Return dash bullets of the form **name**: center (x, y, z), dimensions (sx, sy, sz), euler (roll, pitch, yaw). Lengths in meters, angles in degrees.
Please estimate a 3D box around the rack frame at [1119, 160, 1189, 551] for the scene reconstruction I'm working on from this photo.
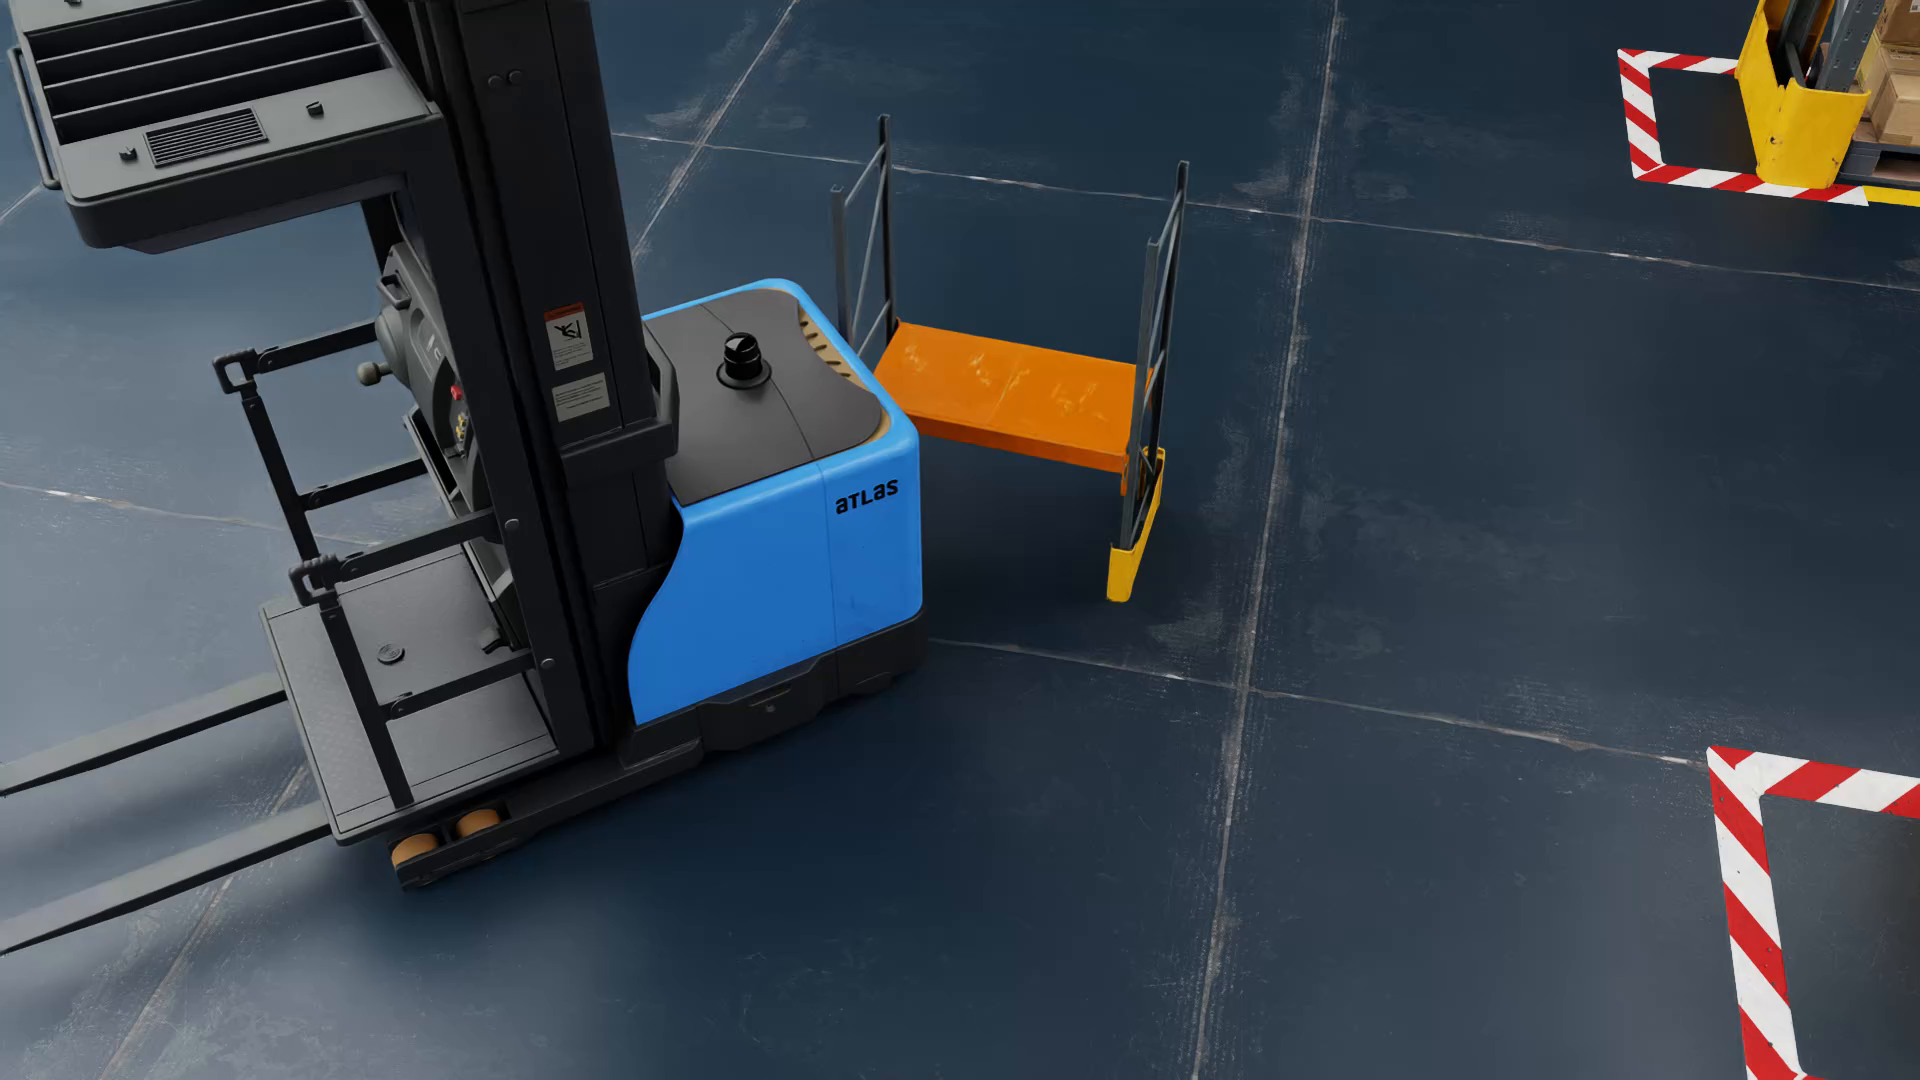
- **rack frame**: center (0.652, -0.515, 5.703), dimensions (0.032, 1.500, 0.500), euler (12, 45, 12)

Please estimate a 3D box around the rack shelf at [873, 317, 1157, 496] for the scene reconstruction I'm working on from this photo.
- **rack shelf**: center (0.165, -0.487, 5.934), dimensions (1.000, 0.185, 0.538), euler (12, 45, 12)

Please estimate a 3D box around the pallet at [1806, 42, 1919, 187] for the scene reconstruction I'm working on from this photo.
- **pallet**: center (4.941, -2.083, 8.262), dimensions (1.213, 0.211, 1.003), euler (9, 45, 9)

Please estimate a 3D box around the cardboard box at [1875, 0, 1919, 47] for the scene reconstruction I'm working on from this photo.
- **cardboard box**: center (4.774, -2.726, 8.059), dimensions (0.500, 0.500, 0.500), euler (9, 45, 9)

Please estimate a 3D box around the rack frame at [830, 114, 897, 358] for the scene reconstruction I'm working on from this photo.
- **rack frame**: center (-0.321, -0.719, 5.916), dimensions (0.032, 1.500, 0.500), euler (12, 45, 12)

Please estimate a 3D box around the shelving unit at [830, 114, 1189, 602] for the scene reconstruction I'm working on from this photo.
- **shelving unit**: center (0.174, -0.615, 5.808), dimensions (1.083, 1.500, 0.587), euler (12, 45, 12)

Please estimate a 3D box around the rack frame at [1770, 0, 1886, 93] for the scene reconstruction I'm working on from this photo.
- **rack frame**: center (4.186, -3.175, 7.386), dimensions (0.127, 3.000, 1.000), euler (9, 45, 9)

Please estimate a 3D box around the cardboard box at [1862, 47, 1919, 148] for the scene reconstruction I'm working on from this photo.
- **cardboard box**: center (4.661, -2.104, 7.953), dimensions (0.500, 0.250, 0.500), euler (9, 45, 9)

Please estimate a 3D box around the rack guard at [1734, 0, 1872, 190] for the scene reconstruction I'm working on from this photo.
- **rack guard**: center (4.163, -2.278, 8.257), dimensions (0.348, 0.500, 1.175), euler (9, 45, 9)

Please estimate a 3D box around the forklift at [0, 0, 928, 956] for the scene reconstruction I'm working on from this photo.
- **forklift**: center (-1.653, -0.410, 4.563), dimensions (3.031, 2.935, 1.130), euler (-21, 48, -20)

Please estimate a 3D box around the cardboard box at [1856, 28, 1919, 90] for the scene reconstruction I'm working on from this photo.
- **cardboard box**: center (4.774, -2.455, 8.317), dimensions (0.500, 0.250, 0.500), euler (9, 45, 9)

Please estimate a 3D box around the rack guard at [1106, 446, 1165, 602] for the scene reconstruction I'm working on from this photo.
- **rack guard**: center (0.651, -0.065, 6.137), dimensions (0.087, 0.250, 0.587), euler (12, 45, 12)
